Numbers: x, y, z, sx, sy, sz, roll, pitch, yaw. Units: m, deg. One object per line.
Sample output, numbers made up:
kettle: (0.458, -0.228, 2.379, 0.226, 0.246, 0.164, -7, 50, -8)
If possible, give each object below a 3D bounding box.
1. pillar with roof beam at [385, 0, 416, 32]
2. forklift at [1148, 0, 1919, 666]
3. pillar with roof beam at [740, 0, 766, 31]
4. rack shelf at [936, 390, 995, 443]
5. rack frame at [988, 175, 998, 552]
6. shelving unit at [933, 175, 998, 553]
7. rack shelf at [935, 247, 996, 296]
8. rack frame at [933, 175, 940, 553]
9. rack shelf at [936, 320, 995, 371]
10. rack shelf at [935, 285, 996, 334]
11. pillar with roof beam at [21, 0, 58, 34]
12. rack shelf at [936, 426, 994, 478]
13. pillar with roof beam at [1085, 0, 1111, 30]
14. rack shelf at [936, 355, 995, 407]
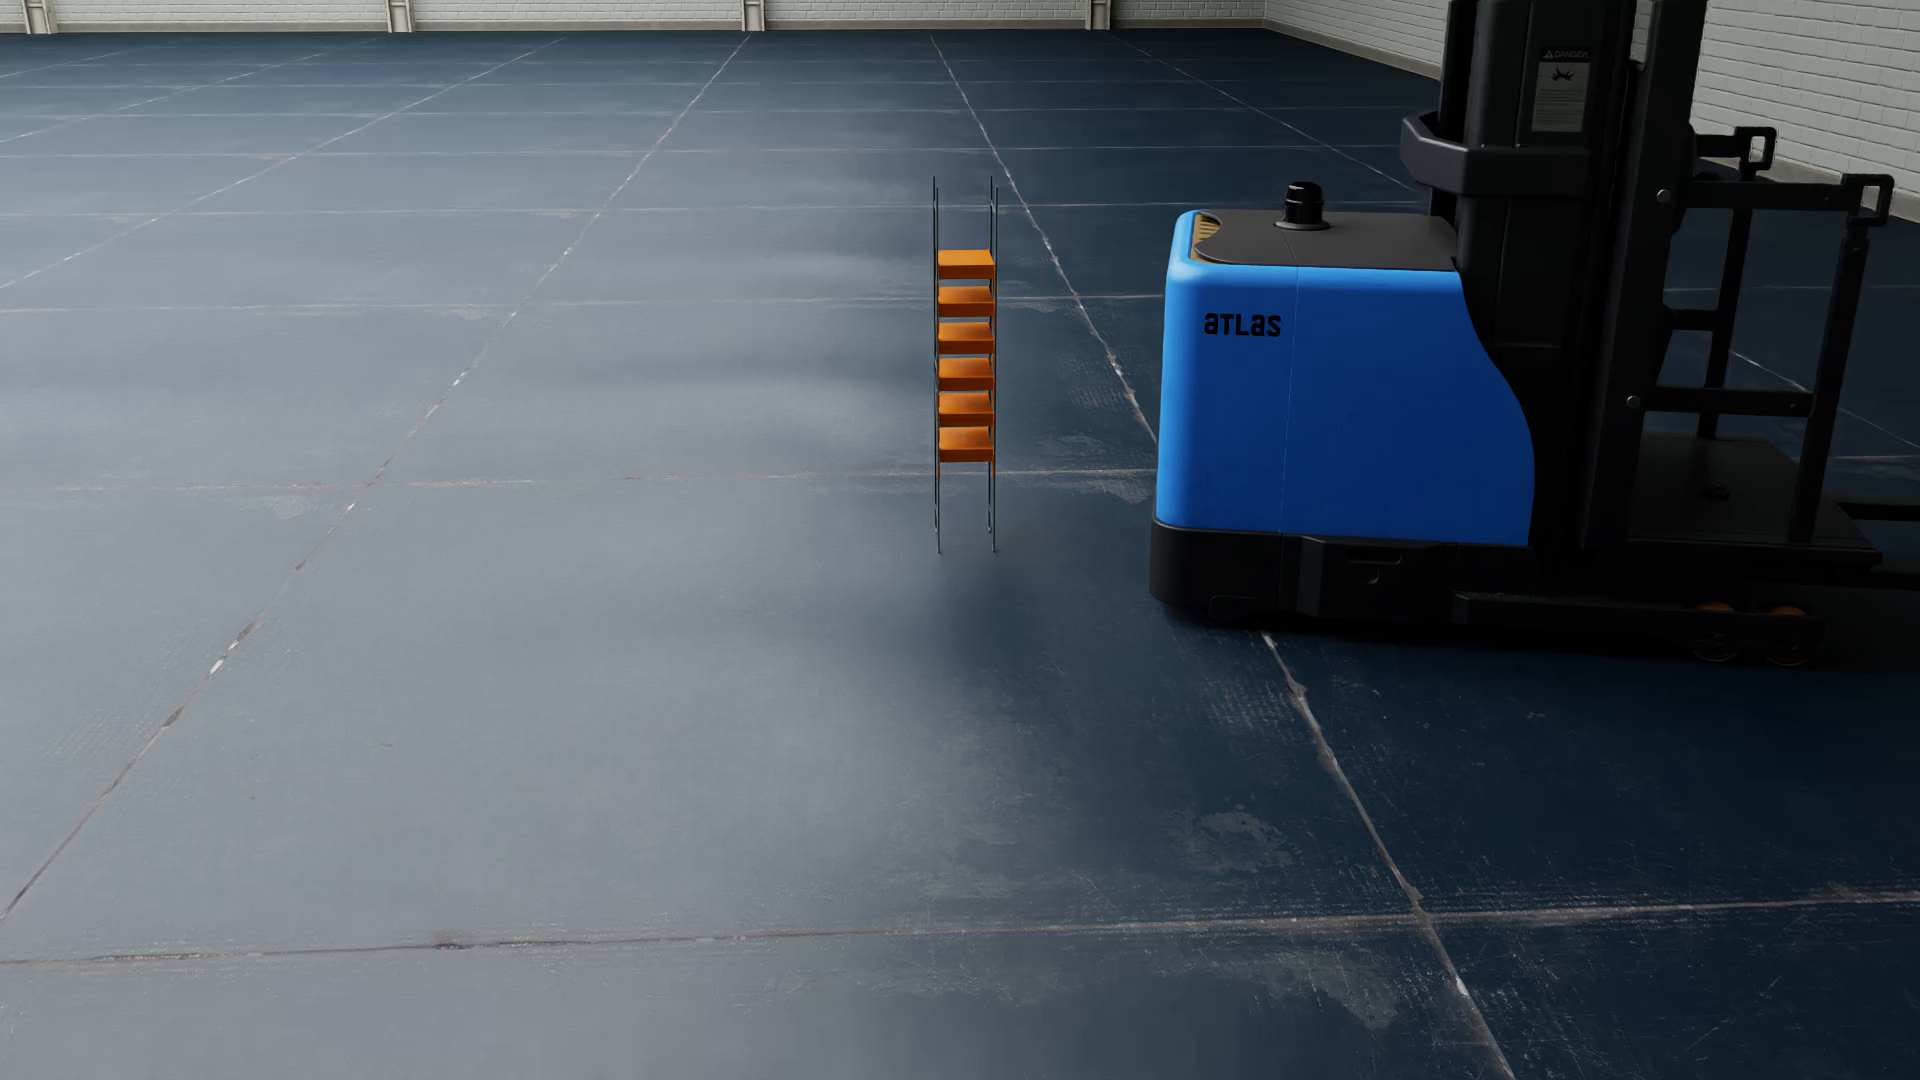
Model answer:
pillar with roof beam: (-9.321, -11.400, 22.917, 0.400, 9.000, 9.100, -1, 21, -3)
forklift: (2.130, -1.217, 4.698, 3.031, 2.935, 1.130, 3, 21, 8)
pillar with roof beam: (-3.331, -11.522, 23.237, 0.400, 9.000, 9.100, -1, 21, -3)
rack shelf: (0.014, -0.407, 5.467, 0.180, 0.103, 0.258, -1, 21, -3)
rack frame: (0.106, -0.563, 5.413, 0.006, 1.200, 0.240, -1, 21, -3)
shelving unit: (0.014, -0.561, 5.408, 0.189, 1.200, 0.258, -1, 21, -3)
rack shelf: (0.014, -0.856, 5.296, 0.180, 0.103, 0.258, -1, 21, -3)
rack frame: (-0.077, -0.559, 5.403, 0.006, 1.200, 0.240, -1, 21, -3)
rack shelf: (0.014, -0.632, 5.381, 0.180, 0.103, 0.258, -1, 21, -3)
rack shelf: (0.014, -0.744, 5.339, 0.180, 0.103, 0.258, -1, 21, -3)
pillar with roof beam: (-15.311, -11.278, 22.597, 0.400, 9.000, 9.100, -1, 21, -3)
rack shelf: (0.014, -0.295, 5.509, 0.180, 0.103, 0.258, -1, 21, -3)
pillar with roof beam: (2.659, -11.644, 23.557, 0.400, 9.000, 9.100, -1, 21, -3)
rack shelf: (0.014, -0.520, 5.424, 0.180, 0.103, 0.258, -1, 21, -3)
